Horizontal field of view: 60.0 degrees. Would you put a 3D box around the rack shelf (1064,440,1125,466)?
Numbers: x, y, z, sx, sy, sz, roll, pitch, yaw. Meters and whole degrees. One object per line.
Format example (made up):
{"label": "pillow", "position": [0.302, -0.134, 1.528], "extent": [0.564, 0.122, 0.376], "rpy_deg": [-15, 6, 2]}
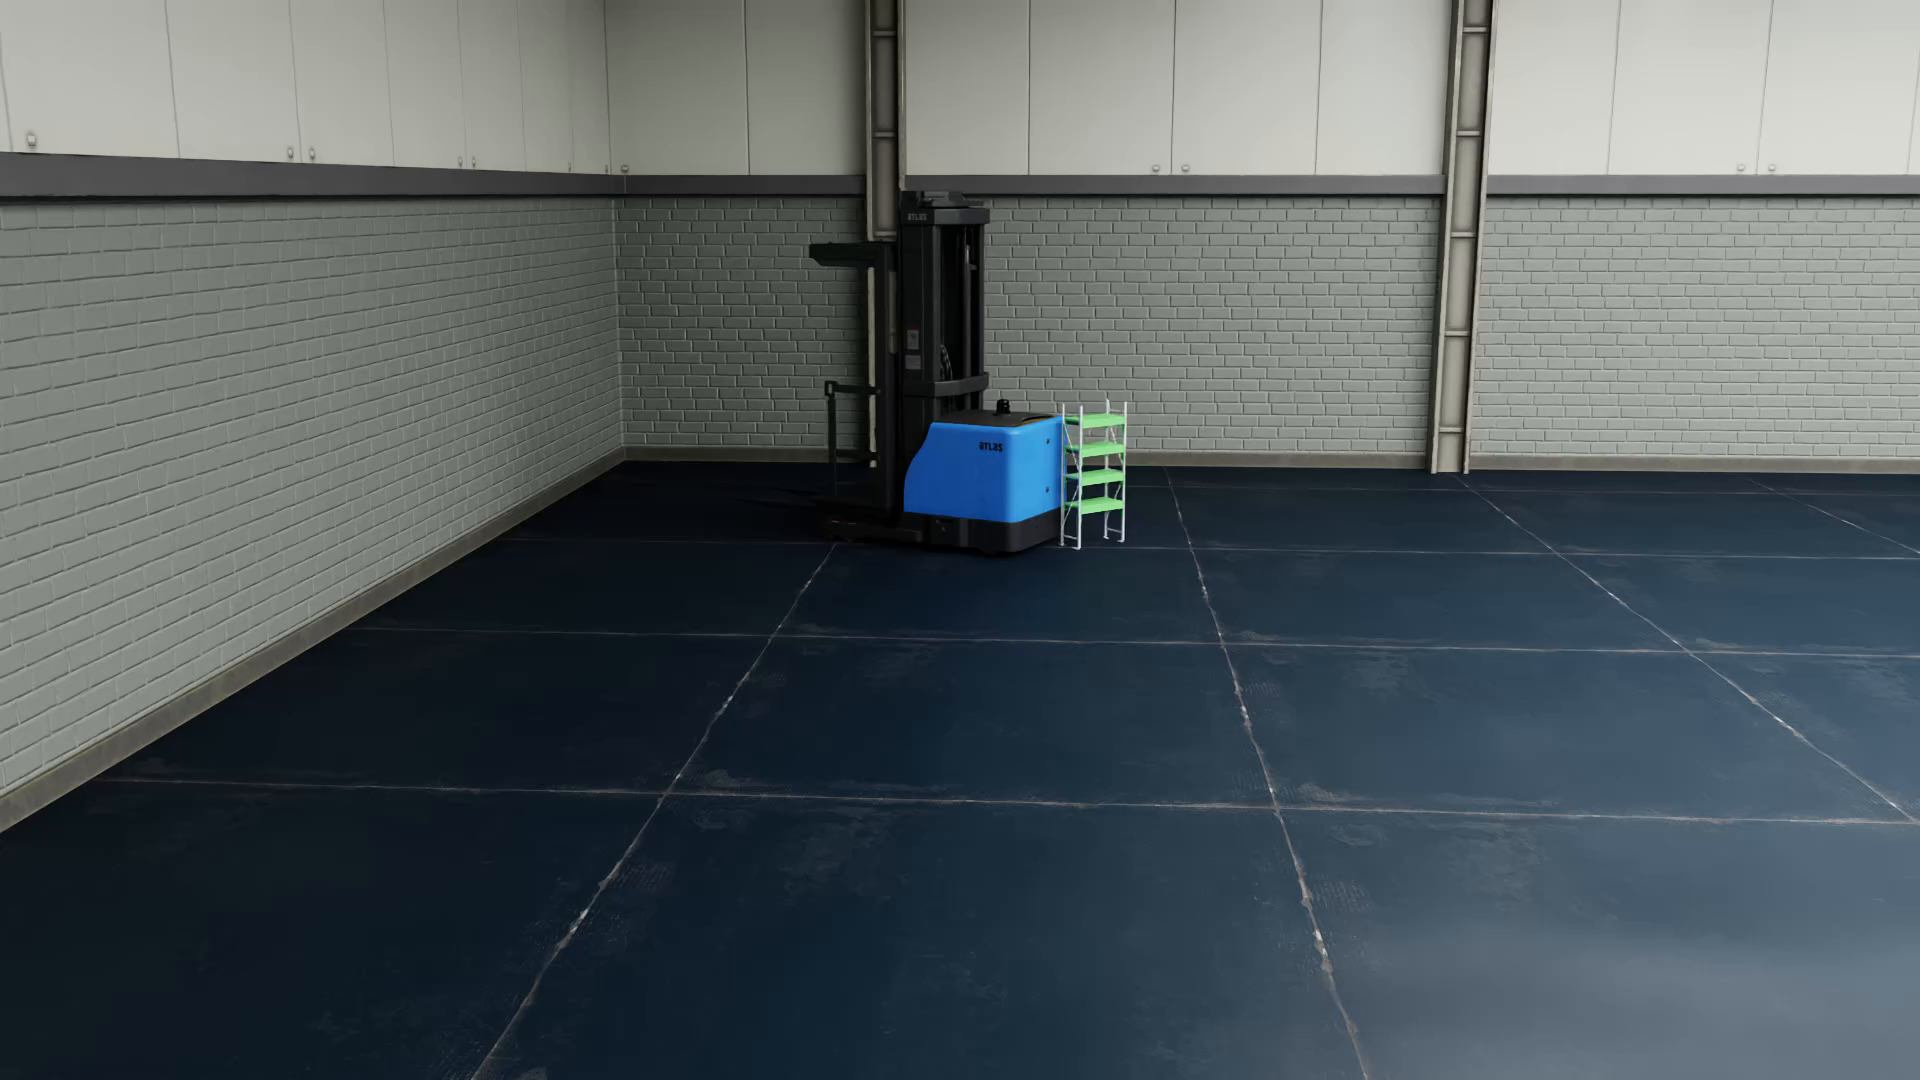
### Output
{"label": "rack shelf", "position": [1.122, -0.731, 13.968], "extent": [0.480, 0.148, 0.258], "rpy_deg": [-9, 15, -36]}

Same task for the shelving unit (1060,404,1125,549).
{"label": "shelving unit", "position": [1.118, -0.558, 14.001], "extent": [0.492, 1.200, 0.258], "rpy_deg": [-9, 15, -36]}

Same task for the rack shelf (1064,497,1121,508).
{"label": "rack shelf", "position": [1.123, -0.313, 14.056], "extent": [0.457, 0.021, 0.221], "rpy_deg": [-9, 15, -36]}

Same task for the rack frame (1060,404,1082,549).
{"label": "rack frame", "position": [0.927, -0.528, 13.862], "extent": [0.015, 1.200, 0.240], "rpy_deg": [-9, 15, -36]}

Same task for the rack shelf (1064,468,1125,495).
{"label": "rack shelf", "position": [1.123, -0.496, 14.018], "extent": [0.480, 0.148, 0.258], "rpy_deg": [-9, 15, -36]}

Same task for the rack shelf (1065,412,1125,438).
{"label": "rack shelf", "position": [1.122, -0.966, 13.919], "extent": [0.480, 0.148, 0.258], "rpy_deg": [-9, 15, -36]}

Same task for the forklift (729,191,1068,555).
{"label": "forklift", "position": [-0.610, -1.506, 14.310], "extent": [3.031, 2.935, 1.130], "rpy_deg": [7, 14, 29]}
